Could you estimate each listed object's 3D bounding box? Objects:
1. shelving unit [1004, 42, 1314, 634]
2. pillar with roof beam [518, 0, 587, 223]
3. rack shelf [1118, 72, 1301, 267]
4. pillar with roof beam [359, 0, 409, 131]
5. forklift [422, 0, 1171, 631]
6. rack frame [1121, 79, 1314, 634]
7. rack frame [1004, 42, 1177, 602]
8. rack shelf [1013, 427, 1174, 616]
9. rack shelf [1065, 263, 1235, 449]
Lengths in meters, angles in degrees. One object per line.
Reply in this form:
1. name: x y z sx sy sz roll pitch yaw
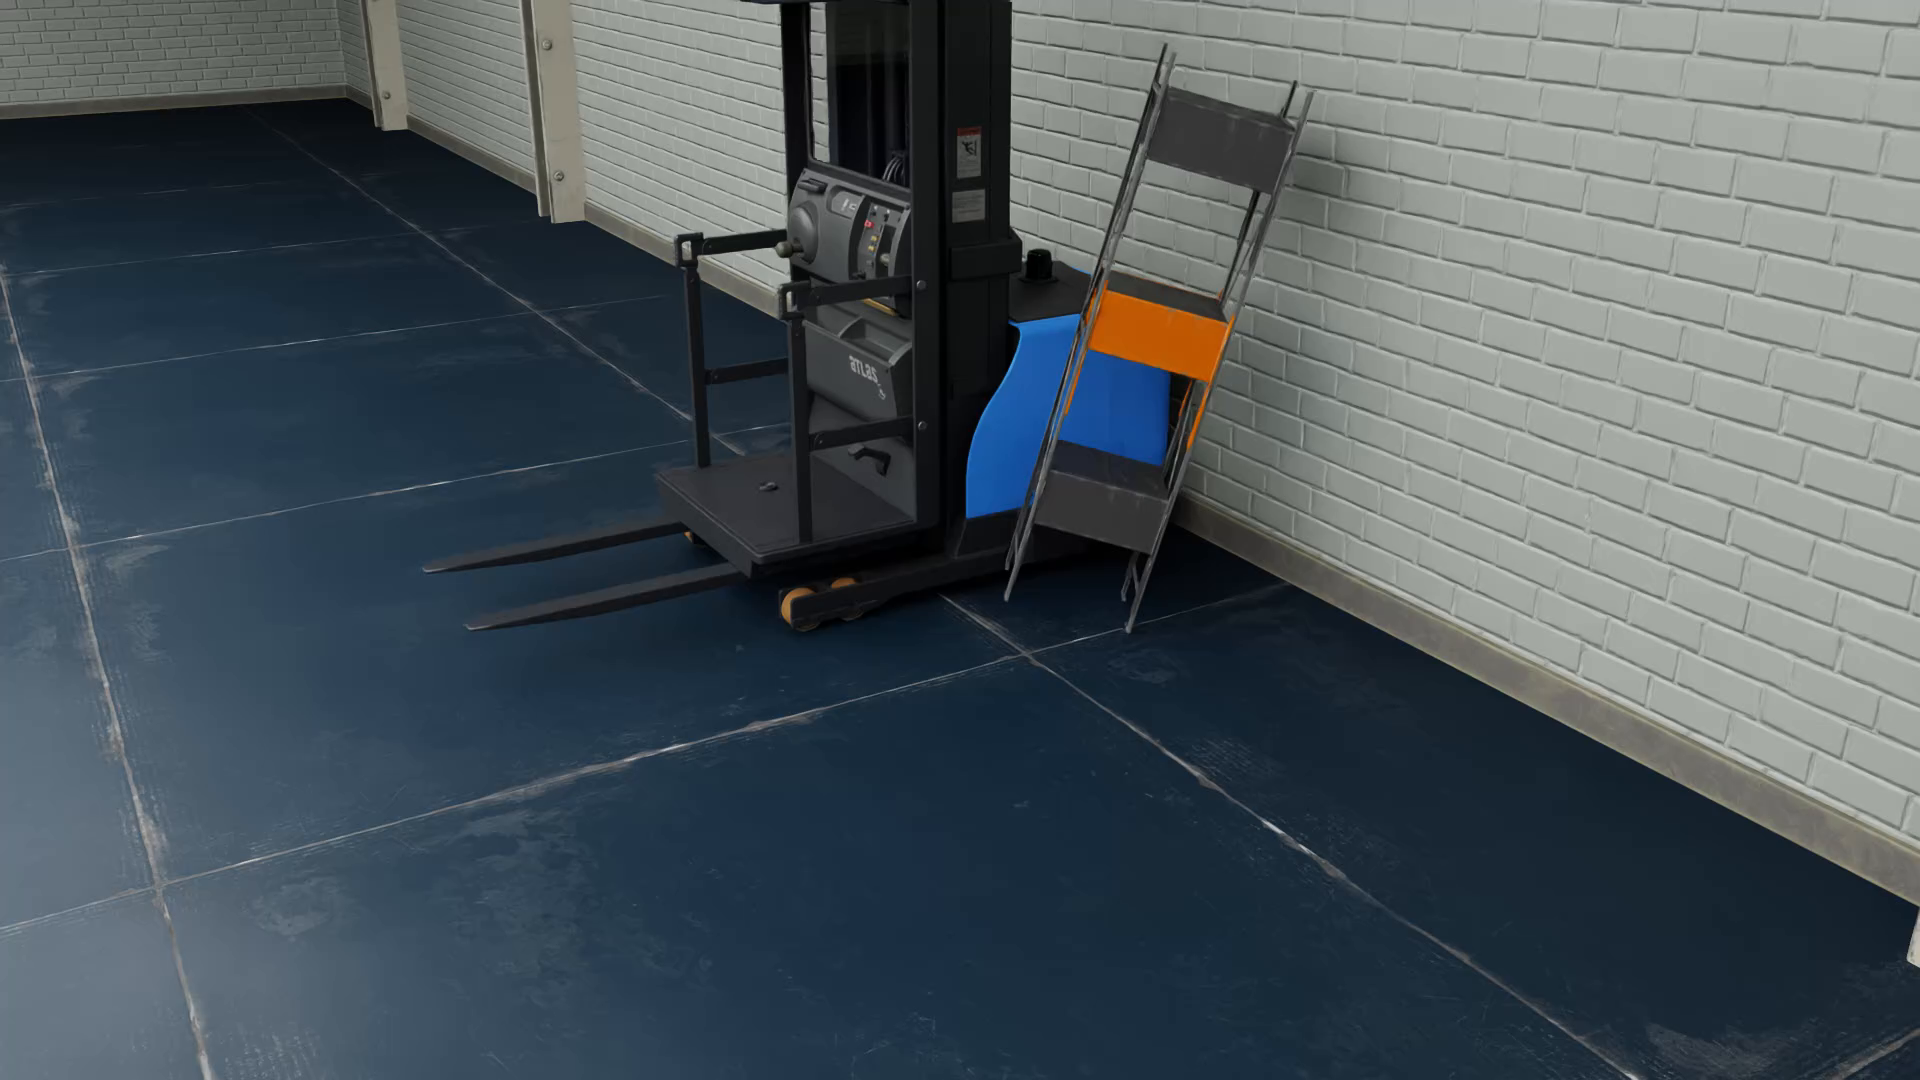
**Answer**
1. shelving unit: 0.694 -0.715 6.191 0.503 2.100 0.431 15 21 -3
2. pillar with roof beam: -7.033 -6.053 10.252 9.100 9.000 0.400 -13 25 -28
3. rack shelf: 0.873 -1.329 5.943 0.480 0.518 0.431 15 21 -3
4. pillar with roof beam: -10.098 -7.995 15.031 9.100 9.000 0.400 -13 25 -28
5. forklift: -0.621 -1.231 6.448 3.031 2.935 1.130 -13 25 -28
6. rack frame: 0.929 -0.652 6.206 0.015 2.100 0.400 15 21 -3
7. rack frame: 0.458 -0.777 6.177 0.015 2.100 0.400 15 21 -3
8. rack shelf: 0.507 -0.076 6.449 0.480 0.518 0.431 15 21 -3
9. rack shelf: 0.690 -0.702 6.196 0.480 0.518 0.431 15 21 -3
